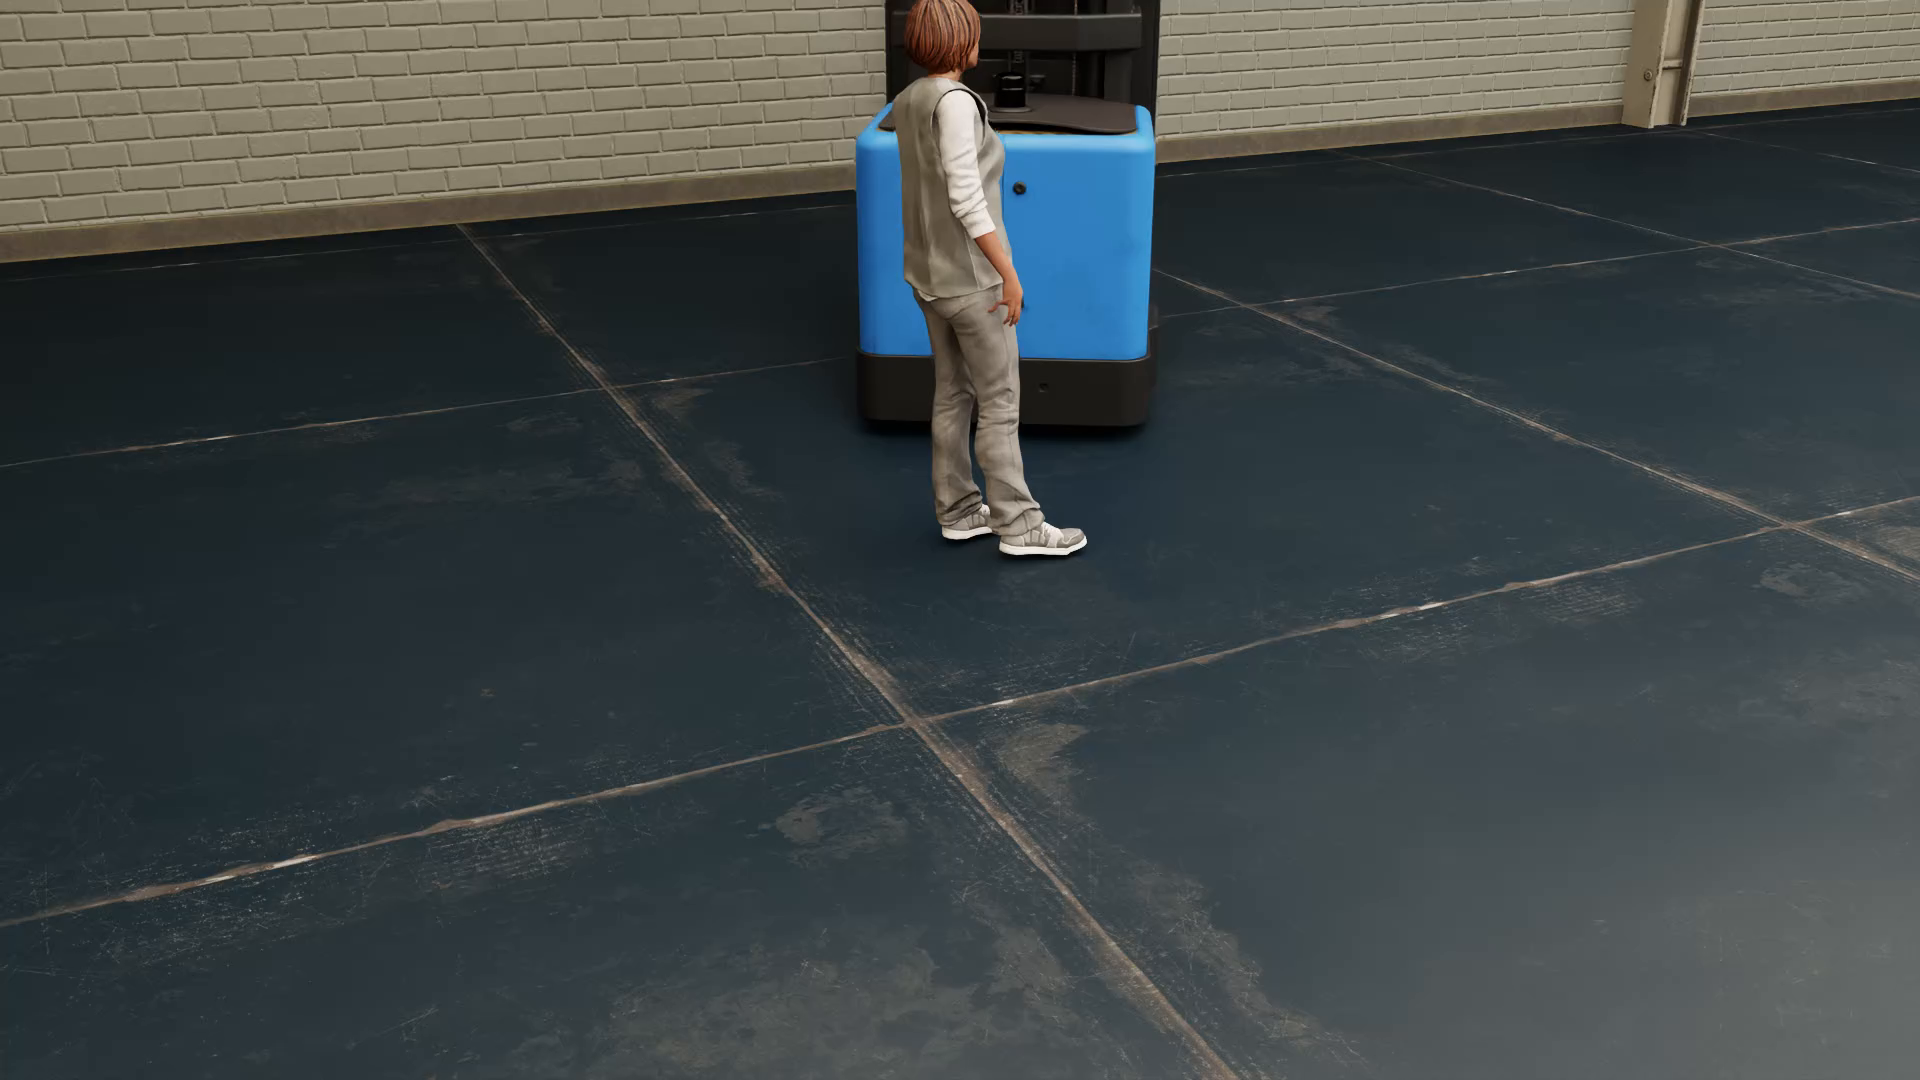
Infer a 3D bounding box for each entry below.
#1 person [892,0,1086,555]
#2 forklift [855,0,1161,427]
[{"bbox_3d":[0.073,-0.752,4.814,0.474,1.598,0.519,-10,25,-23],"label":"person"},{"bbox_3d":[0.268,-2.280,6.774,1.130,2.935,3.031,2,23,4],"label":"forklift"}]
